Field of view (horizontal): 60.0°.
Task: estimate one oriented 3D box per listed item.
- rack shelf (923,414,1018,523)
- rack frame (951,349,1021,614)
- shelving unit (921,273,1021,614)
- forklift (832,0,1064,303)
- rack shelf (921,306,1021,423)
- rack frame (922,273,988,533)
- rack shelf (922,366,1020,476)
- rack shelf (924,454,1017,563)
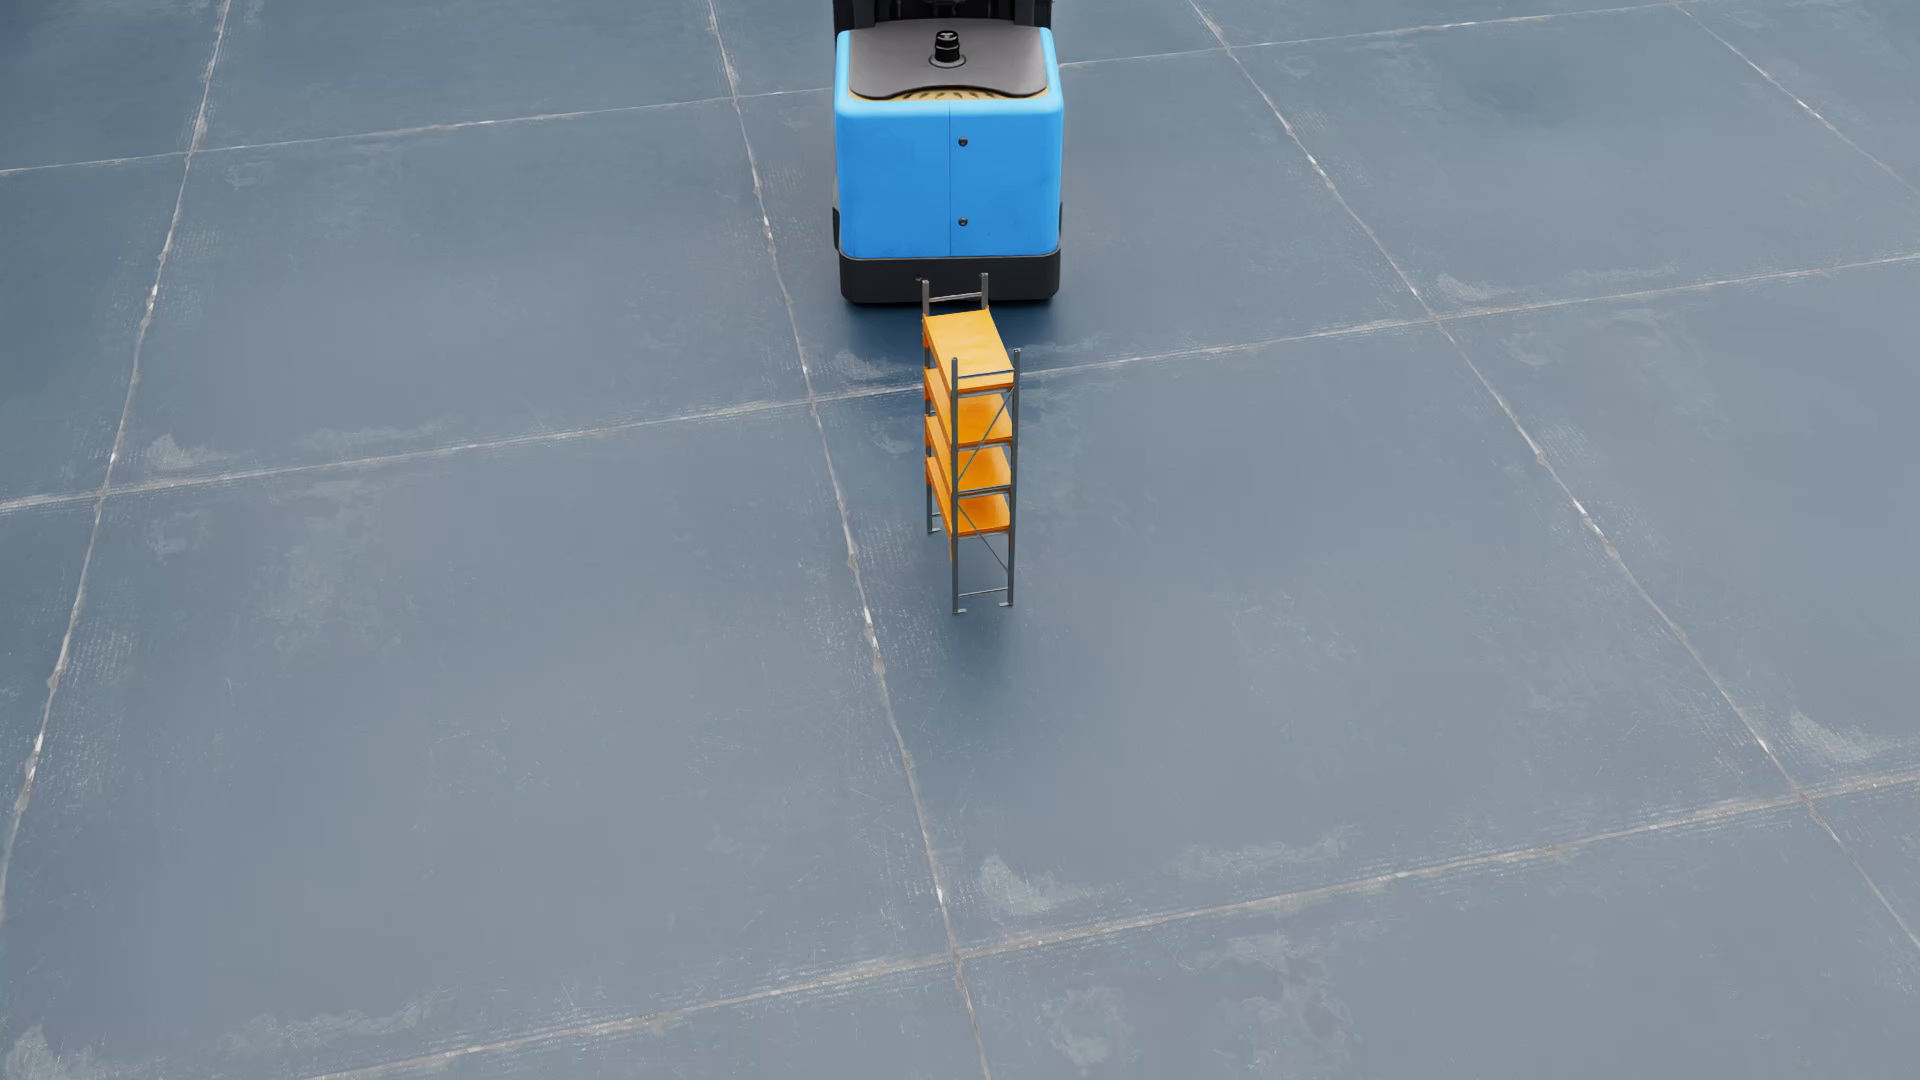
[{"bbox_3d":[0.036,-0.291,6.275,0.258,0.148,0.480,-8,42,-9],"label":"rack shelf"},{"bbox_3d":[0.088,-0.183,6.053,0.240,1.200,0.015,-8,42,-9],"label":"rack frame"},{"bbox_3d":[0.036,-0.341,6.231,0.258,1.200,0.503,-8,42,-9],"label":"shelving unit"},{"bbox_3d":[-0.097,-3.184,8.130,1.130,2.935,3.031,-1,42,-2],"label":"forklift"},{"bbox_3d":[0.036,-0.635,5.970,0.258,0.148,0.480,-8,42,-9],"label":"rack shelf"},{"bbox_3d":[-0.017,-0.500,6.409,0.240,1.200,0.015,-8,42,-9],"label":"rack frame"},{"bbox_3d":[0.036,-0.458,6.127,0.258,0.148,0.480,-8,42,-9],"label":"rack shelf"},{"bbox_3d":[0.036,-0.143,6.407,0.258,0.148,0.480,-8,42,-9],"label":"rack shelf"}]
